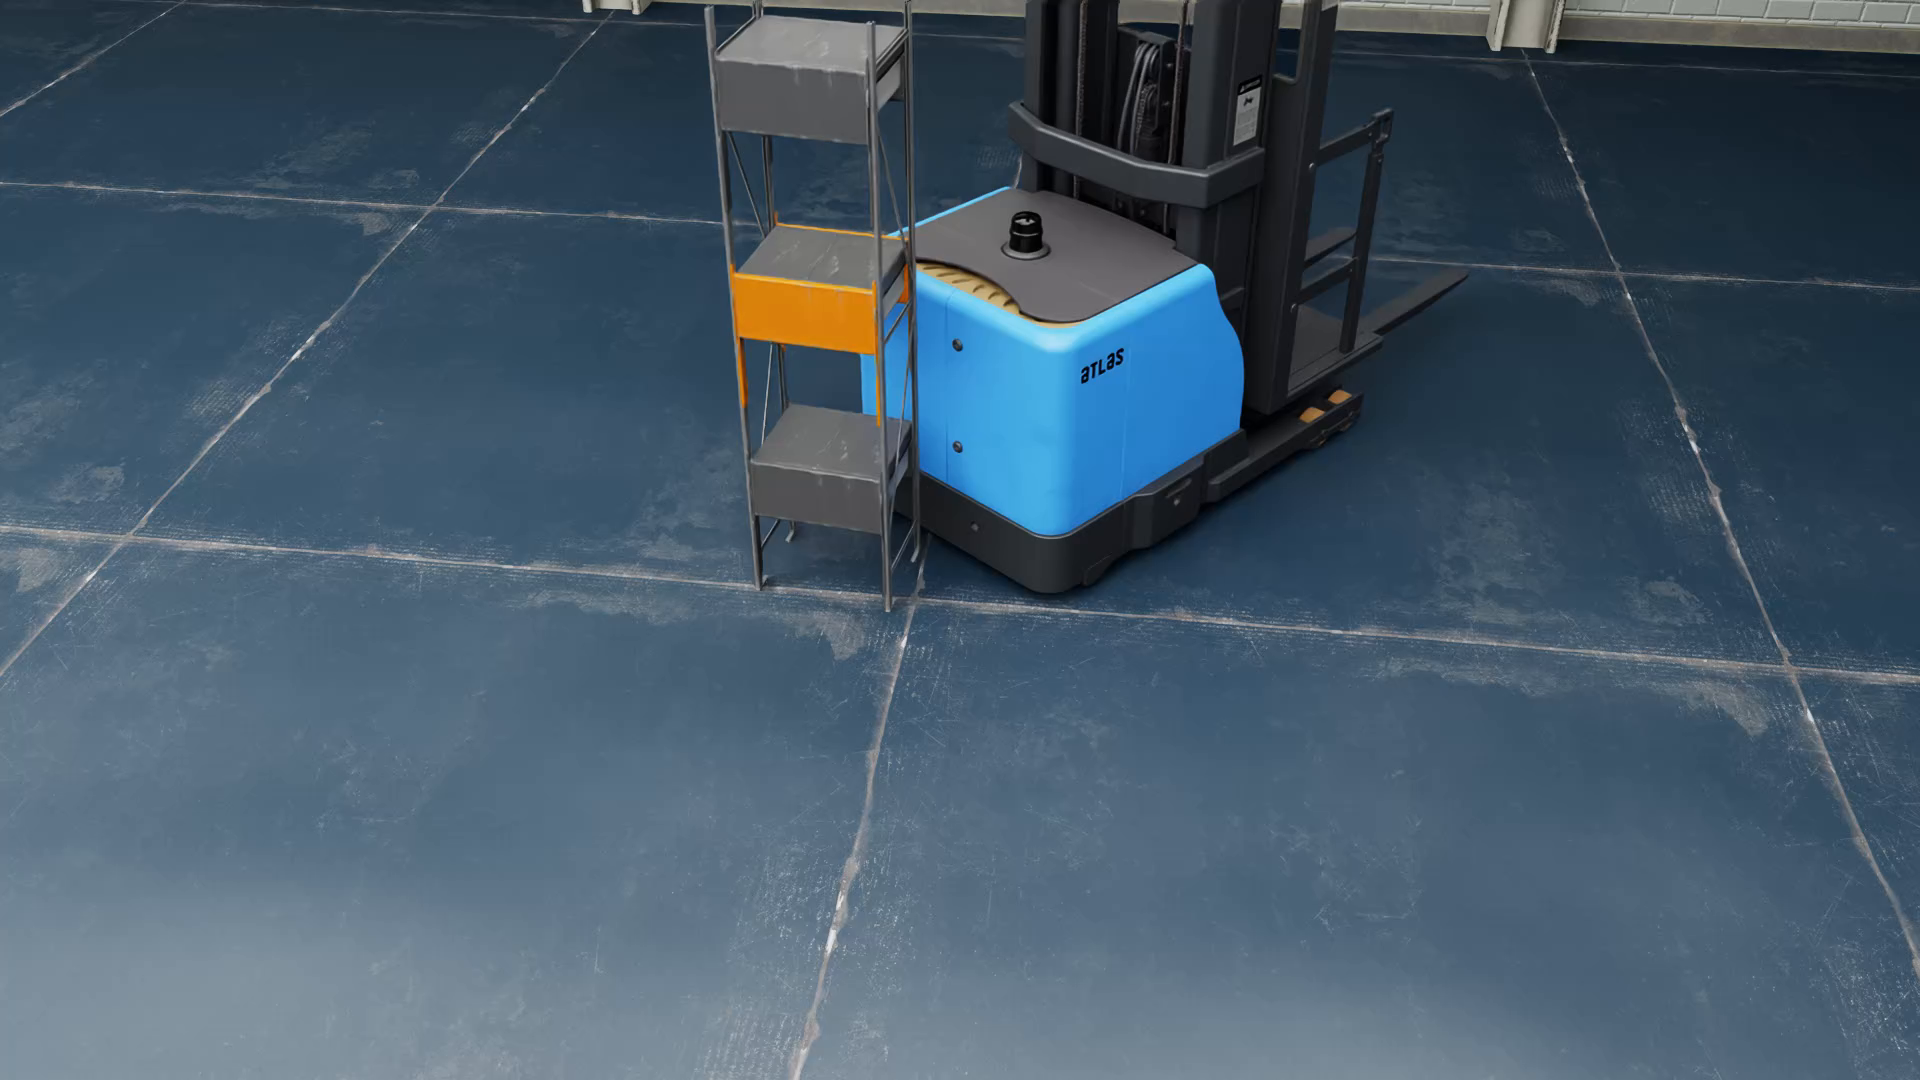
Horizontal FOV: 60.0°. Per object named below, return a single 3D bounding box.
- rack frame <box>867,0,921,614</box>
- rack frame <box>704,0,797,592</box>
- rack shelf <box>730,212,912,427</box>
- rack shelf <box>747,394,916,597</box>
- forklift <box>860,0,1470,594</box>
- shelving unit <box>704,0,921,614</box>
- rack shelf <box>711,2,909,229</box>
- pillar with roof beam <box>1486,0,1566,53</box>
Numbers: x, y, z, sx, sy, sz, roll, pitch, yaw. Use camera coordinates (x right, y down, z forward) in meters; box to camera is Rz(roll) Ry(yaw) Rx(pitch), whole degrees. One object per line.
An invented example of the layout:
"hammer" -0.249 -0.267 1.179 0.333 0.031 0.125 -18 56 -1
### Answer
"rack frame" -0.204 -0.707 5.433 0.015 2.100 0.400 9 36 12
"rack frame" -0.676 -0.780 5.536 0.015 2.100 0.400 9 36 12
"rack shelf" -0.440 -0.733 5.492 0.480 0.518 0.431 9 36 12
"rack shelf" -0.440 -0.163 5.899 0.480 0.518 0.431 9 36 12
"forklift" 1.019 -1.756 6.187 3.031 2.935 1.130 -30 45 -35
"shelving unit" -0.440 -0.744 5.484 0.503 2.100 0.431 9 36 12
"rack shelf" -0.440 -1.302 5.086 0.480 0.518 0.431 9 36 12
"pillar with roof beam" 3.069 -4.389 4.653 0.400 9.000 9.100 4 36 6
